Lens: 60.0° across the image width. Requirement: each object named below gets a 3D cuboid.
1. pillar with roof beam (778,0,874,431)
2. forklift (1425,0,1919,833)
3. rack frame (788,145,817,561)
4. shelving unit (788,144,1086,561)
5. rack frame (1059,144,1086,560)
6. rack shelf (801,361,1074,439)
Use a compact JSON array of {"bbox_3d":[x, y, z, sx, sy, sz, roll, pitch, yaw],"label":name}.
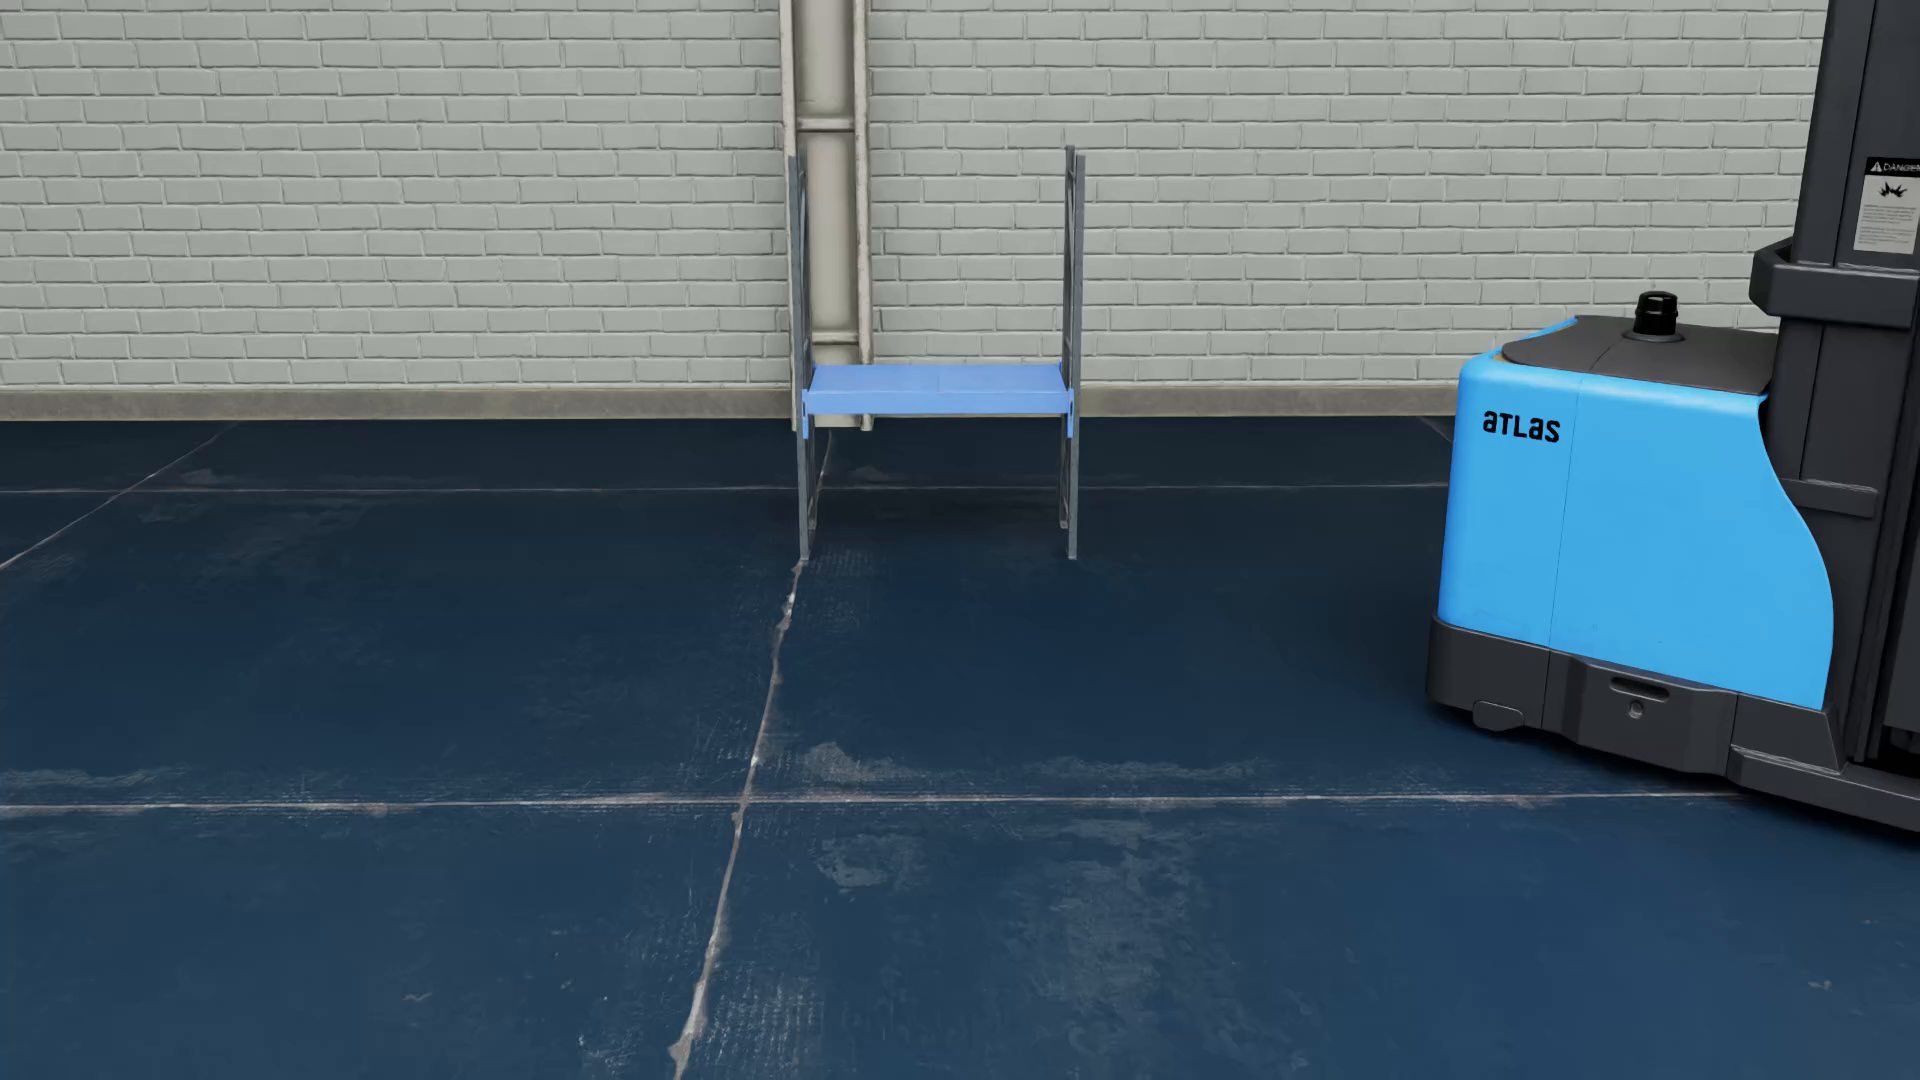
[{"bbox_3d":[-0.568,-3.557,2.904,0.400,9.000,9.100,0,18,-1],"label":"pillar with roof beam"},{"bbox_3d":[2.841,-0.705,3.947,3.031,2.935,1.130,14,22,36],"label":"forklift"},{"bbox_3d":[-0.594,-0.711,6.310,0.032,1.500,0.500,0,18,-1],"label":"rack frame"},{"bbox_3d":[-0.085,-0.714,6.317,1.048,1.500,0.538,0,18,-1],"label":"shelving unit"},{"bbox_3d":[0.423,-0.716,6.325,0.032,1.500,0.500,0,18,-1],"label":"rack frame"},{"bbox_3d":[-0.085,-0.542,6.372,1.000,0.185,0.538,0,18,-1],"label":"rack shelf"}]
